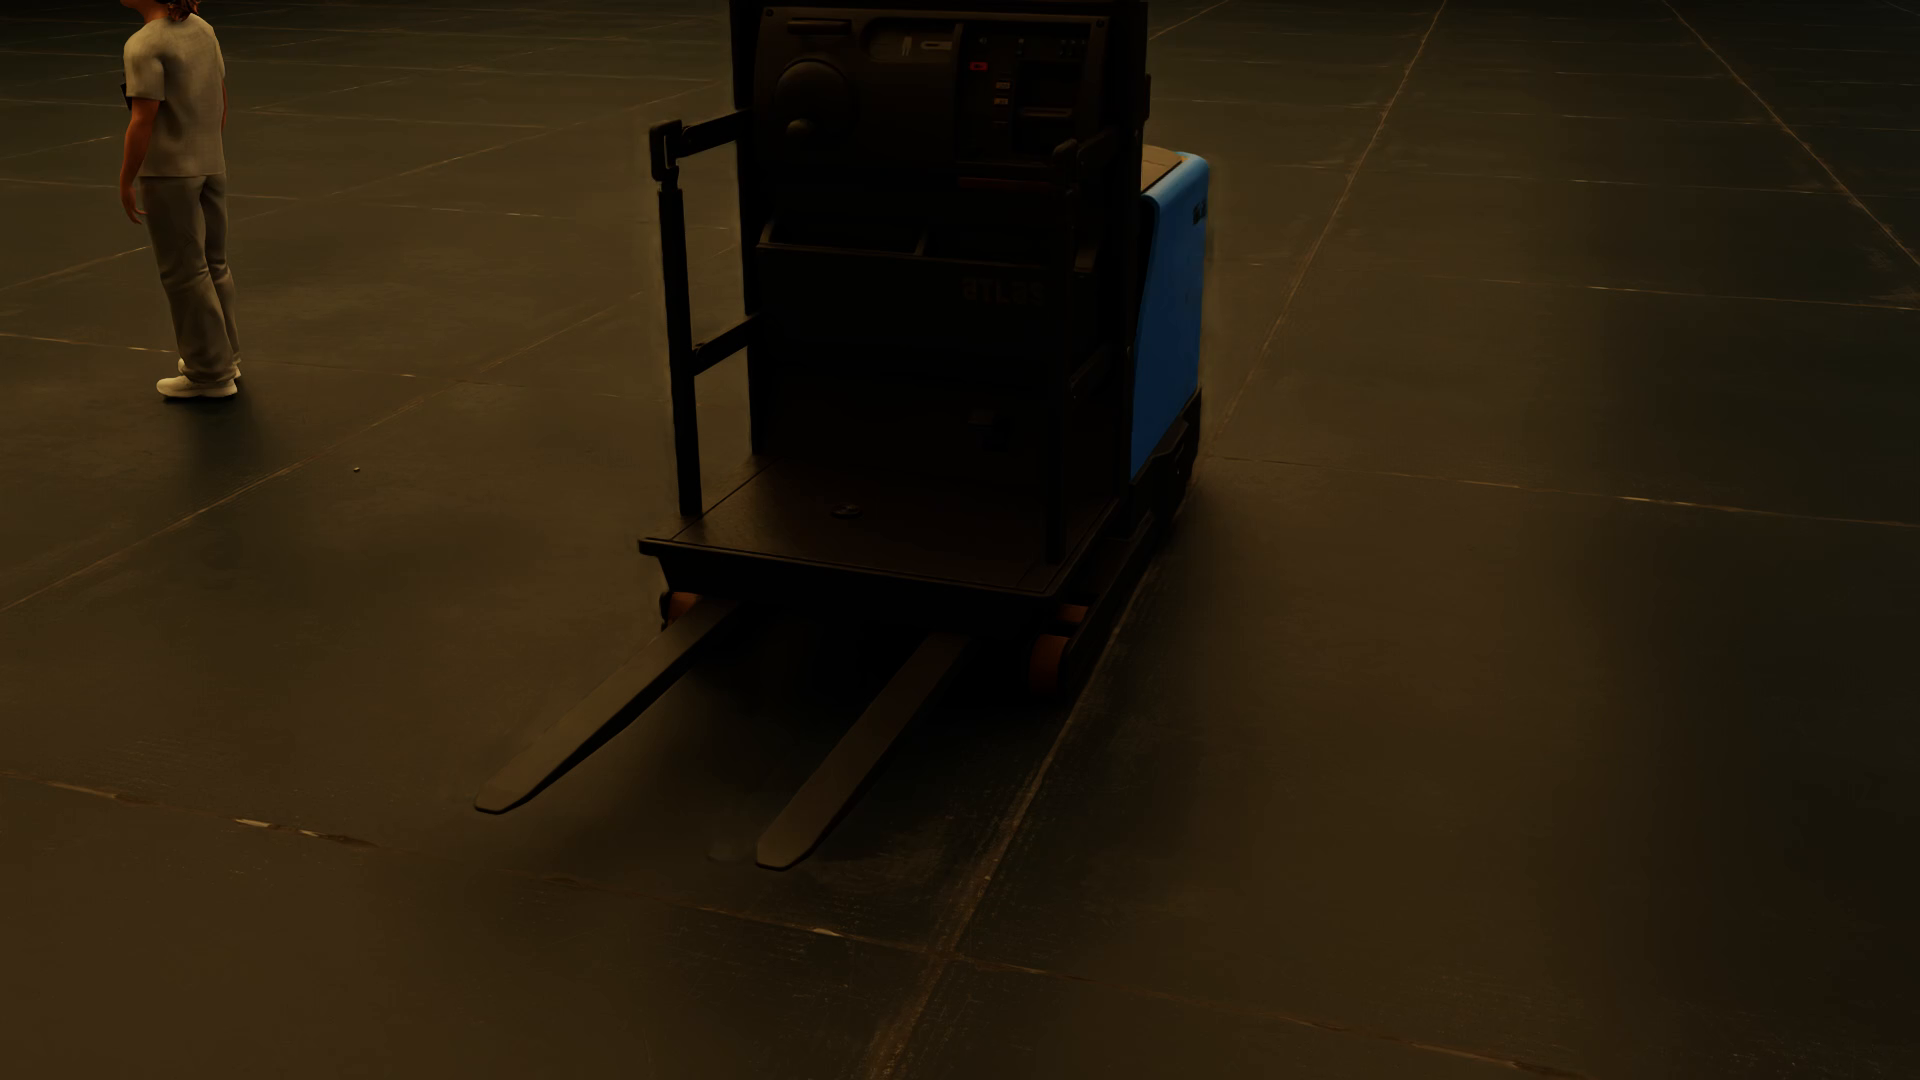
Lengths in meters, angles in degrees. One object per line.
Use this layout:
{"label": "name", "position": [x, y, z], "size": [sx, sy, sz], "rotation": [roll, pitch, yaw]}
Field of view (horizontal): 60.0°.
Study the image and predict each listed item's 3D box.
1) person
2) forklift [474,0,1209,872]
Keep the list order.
{"label": "person", "position": [-2.943, -1.340, 6.164], "size": [0.548, 1.662, 0.550], "rotation": [5, 23, 11]}
{"label": "forklift", "position": [-0.151, -1.129, 4.014], "size": [1.130, 2.935, 3.031], "rotation": [7, 24, 17]}
